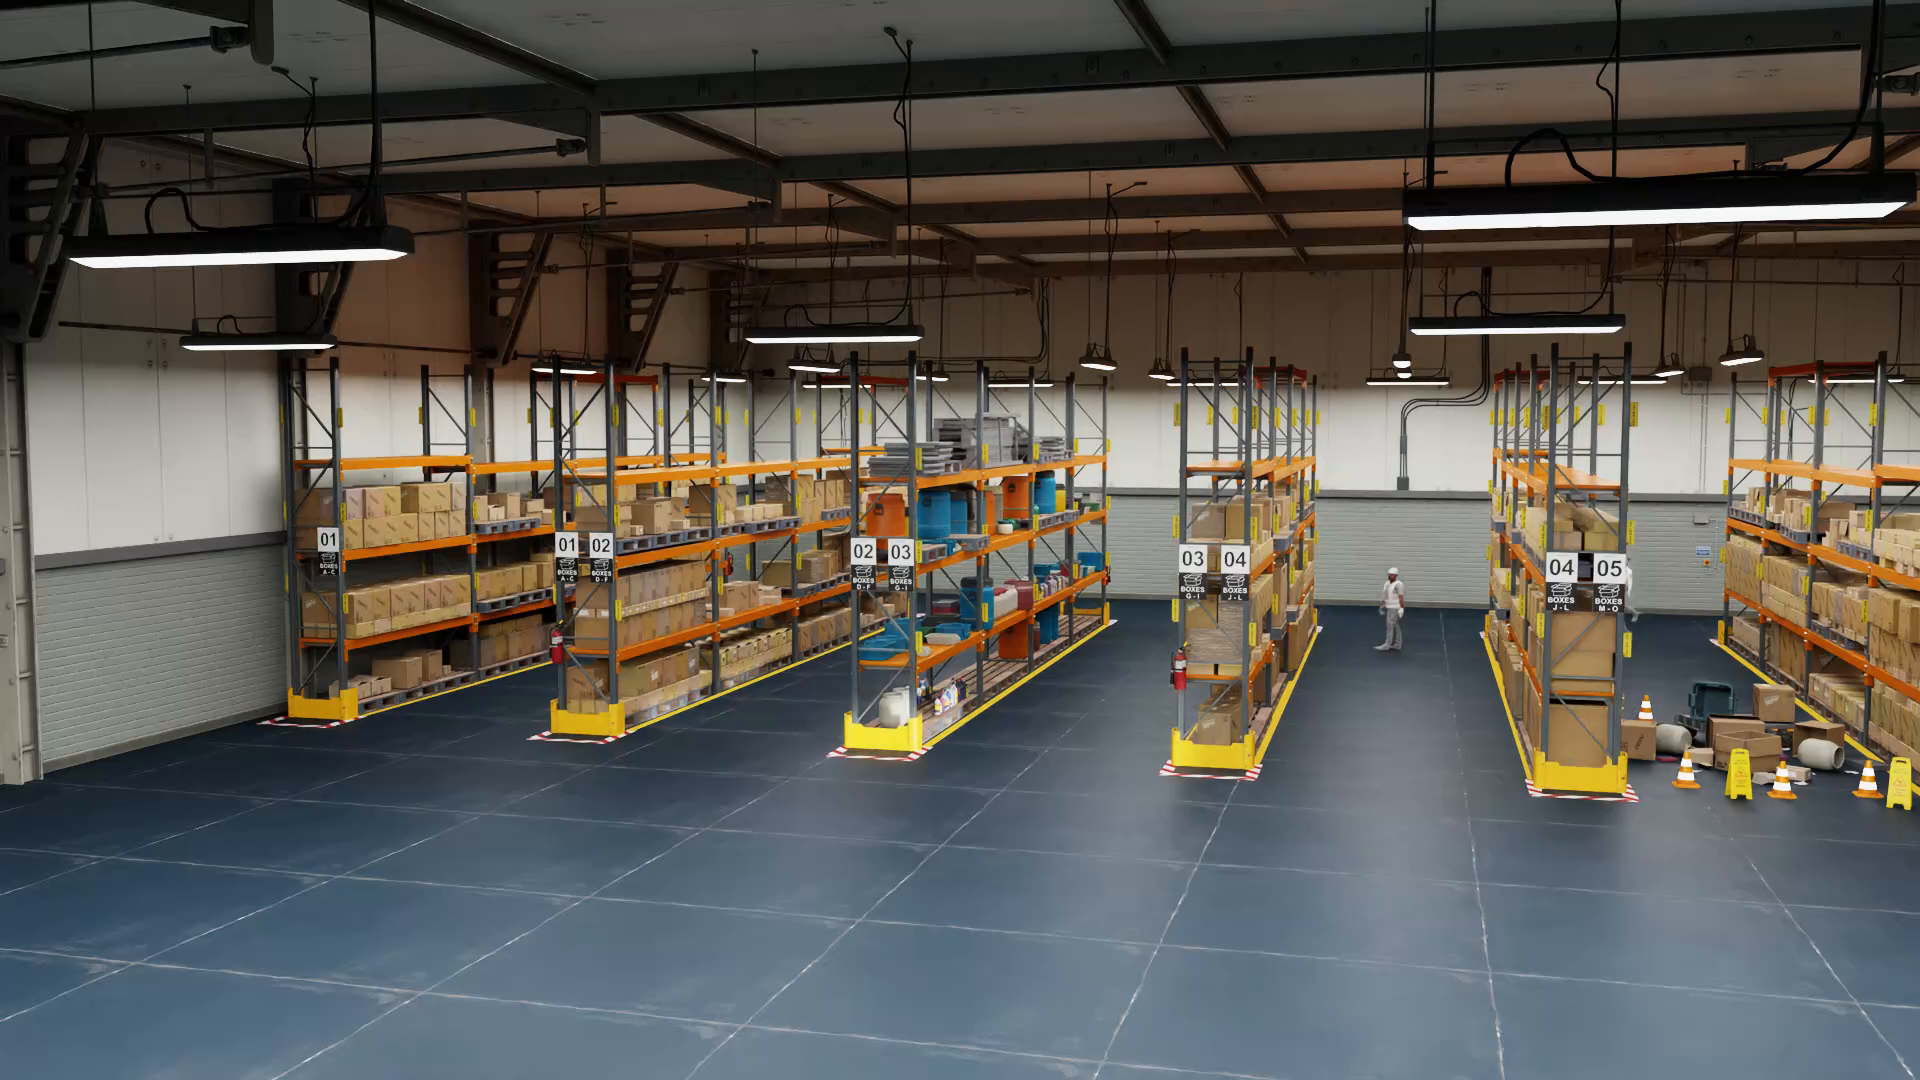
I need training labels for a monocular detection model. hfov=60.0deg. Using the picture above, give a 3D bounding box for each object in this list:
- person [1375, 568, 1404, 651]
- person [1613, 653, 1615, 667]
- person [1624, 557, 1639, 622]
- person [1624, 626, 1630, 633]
[{"bbox_3d":[9.238,1.478,35.878,0.642,1.777,0.569,0,4,-1],"label":"person"},{"bbox_3d":[12.927,1.676,33.305,0.673,1.771,0.624,2,5,29],"label":"person"},{"bbox_3d":[16.041,1.209,40.169,0.652,1.652,0.526,-1,4,-17],"label":"person"},{"bbox_3d":[14.729,1.466,37.629,0.933,1.530,0.498,4,6,42],"label":"person"}]
